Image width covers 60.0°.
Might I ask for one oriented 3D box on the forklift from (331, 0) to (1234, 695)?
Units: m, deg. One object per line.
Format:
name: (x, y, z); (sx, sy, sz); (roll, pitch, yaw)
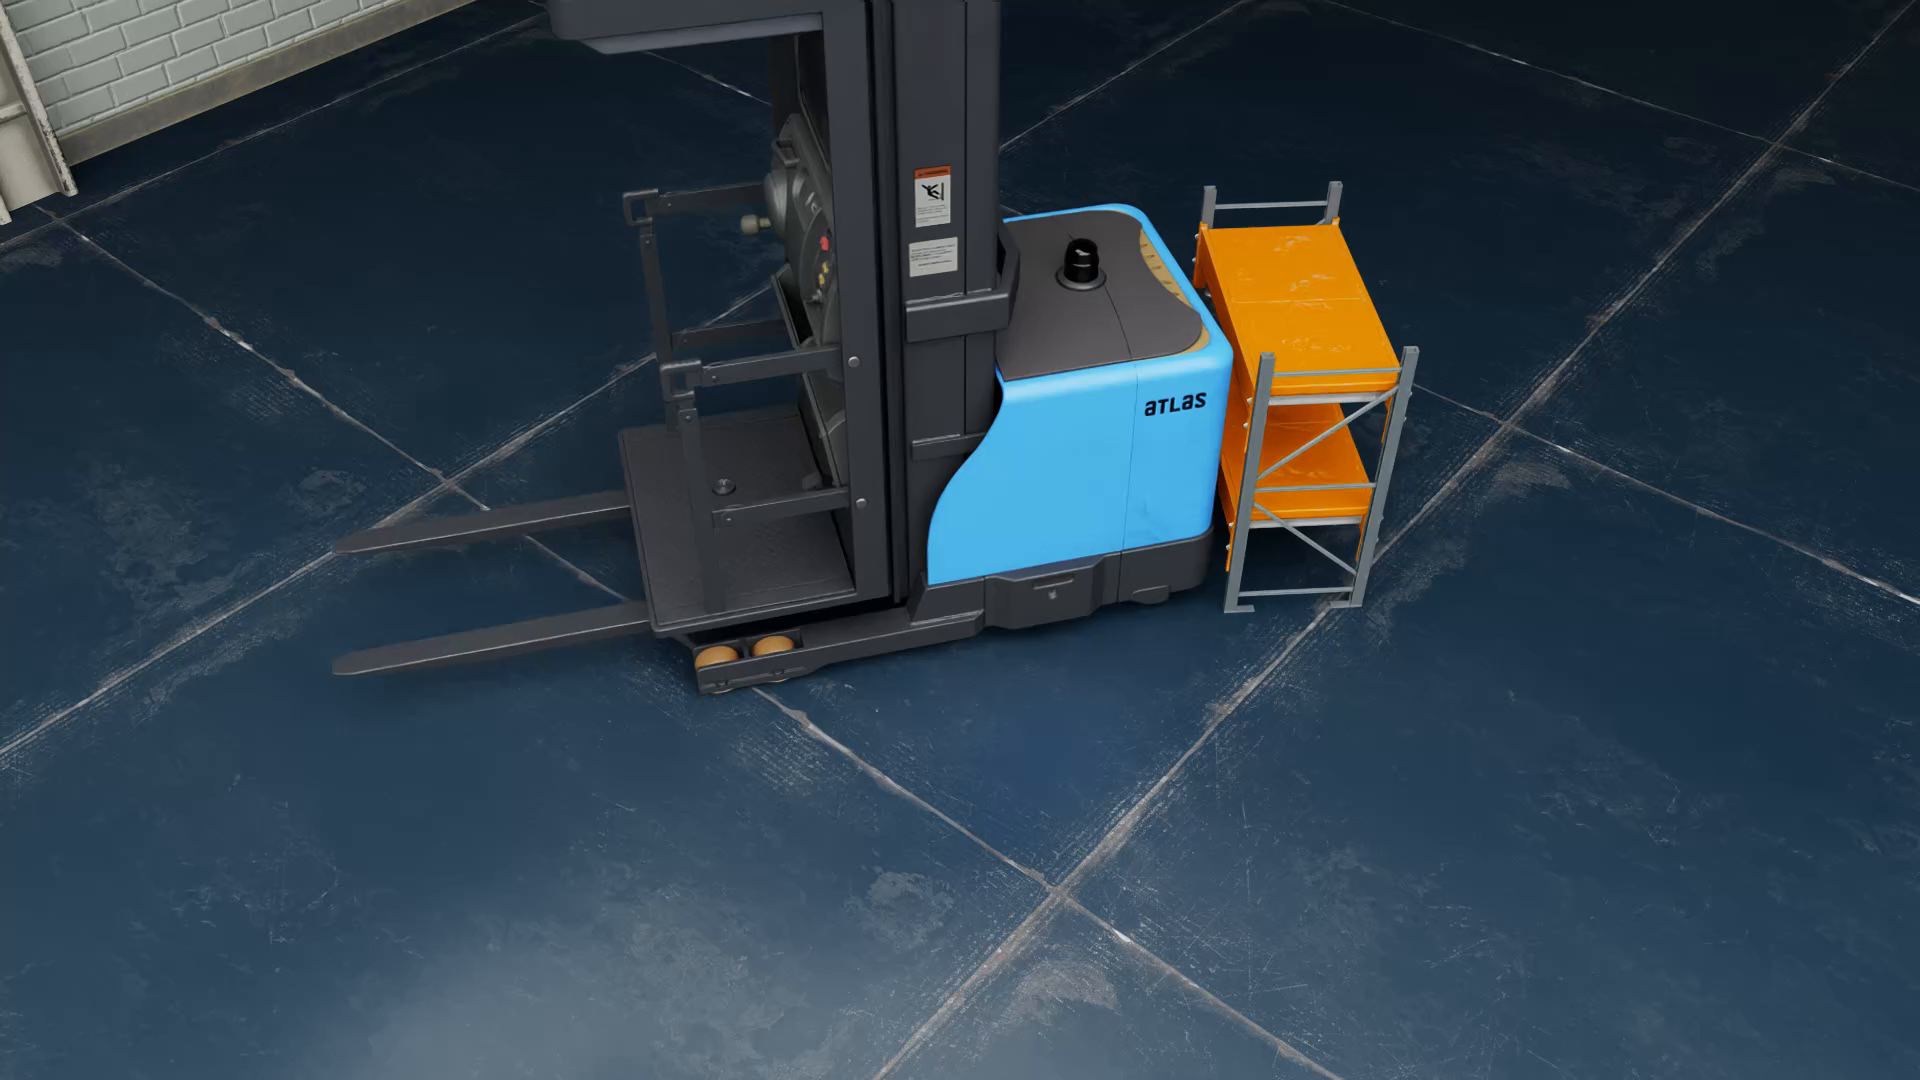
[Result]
forklift: (-0.675, -0.956, 5.123); (3.031, 2.935, 1.130); (-10, 43, -11)

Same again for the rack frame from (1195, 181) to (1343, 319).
rack frame: (1.126, -0.857, 6.356); (0.500, 1.125, 0.032); (-3, 42, -3)

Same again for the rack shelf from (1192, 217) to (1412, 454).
rack shelf: (1.161, -0.732, 5.784); (0.538, 0.278, 1.000); (-3, 42, -3)

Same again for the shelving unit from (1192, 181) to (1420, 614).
shelving unit: (1.161, -0.516, 5.981); (0.538, 1.125, 1.048); (-3, 42, -3)

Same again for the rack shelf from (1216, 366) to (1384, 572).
rack shelf: (1.161, -0.335, 6.146); (0.538, 0.278, 1.000); (-3, 42, -3)

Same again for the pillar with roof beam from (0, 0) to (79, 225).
pillar with roof beam: (-1.247, -3.127, 3.000); (9.100, 9.000, 0.400); (29, 50, 28)

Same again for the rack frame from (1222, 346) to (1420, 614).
rack frame: (1.195, -0.175, 5.606); (0.500, 1.125, 0.032); (-3, 42, -3)
